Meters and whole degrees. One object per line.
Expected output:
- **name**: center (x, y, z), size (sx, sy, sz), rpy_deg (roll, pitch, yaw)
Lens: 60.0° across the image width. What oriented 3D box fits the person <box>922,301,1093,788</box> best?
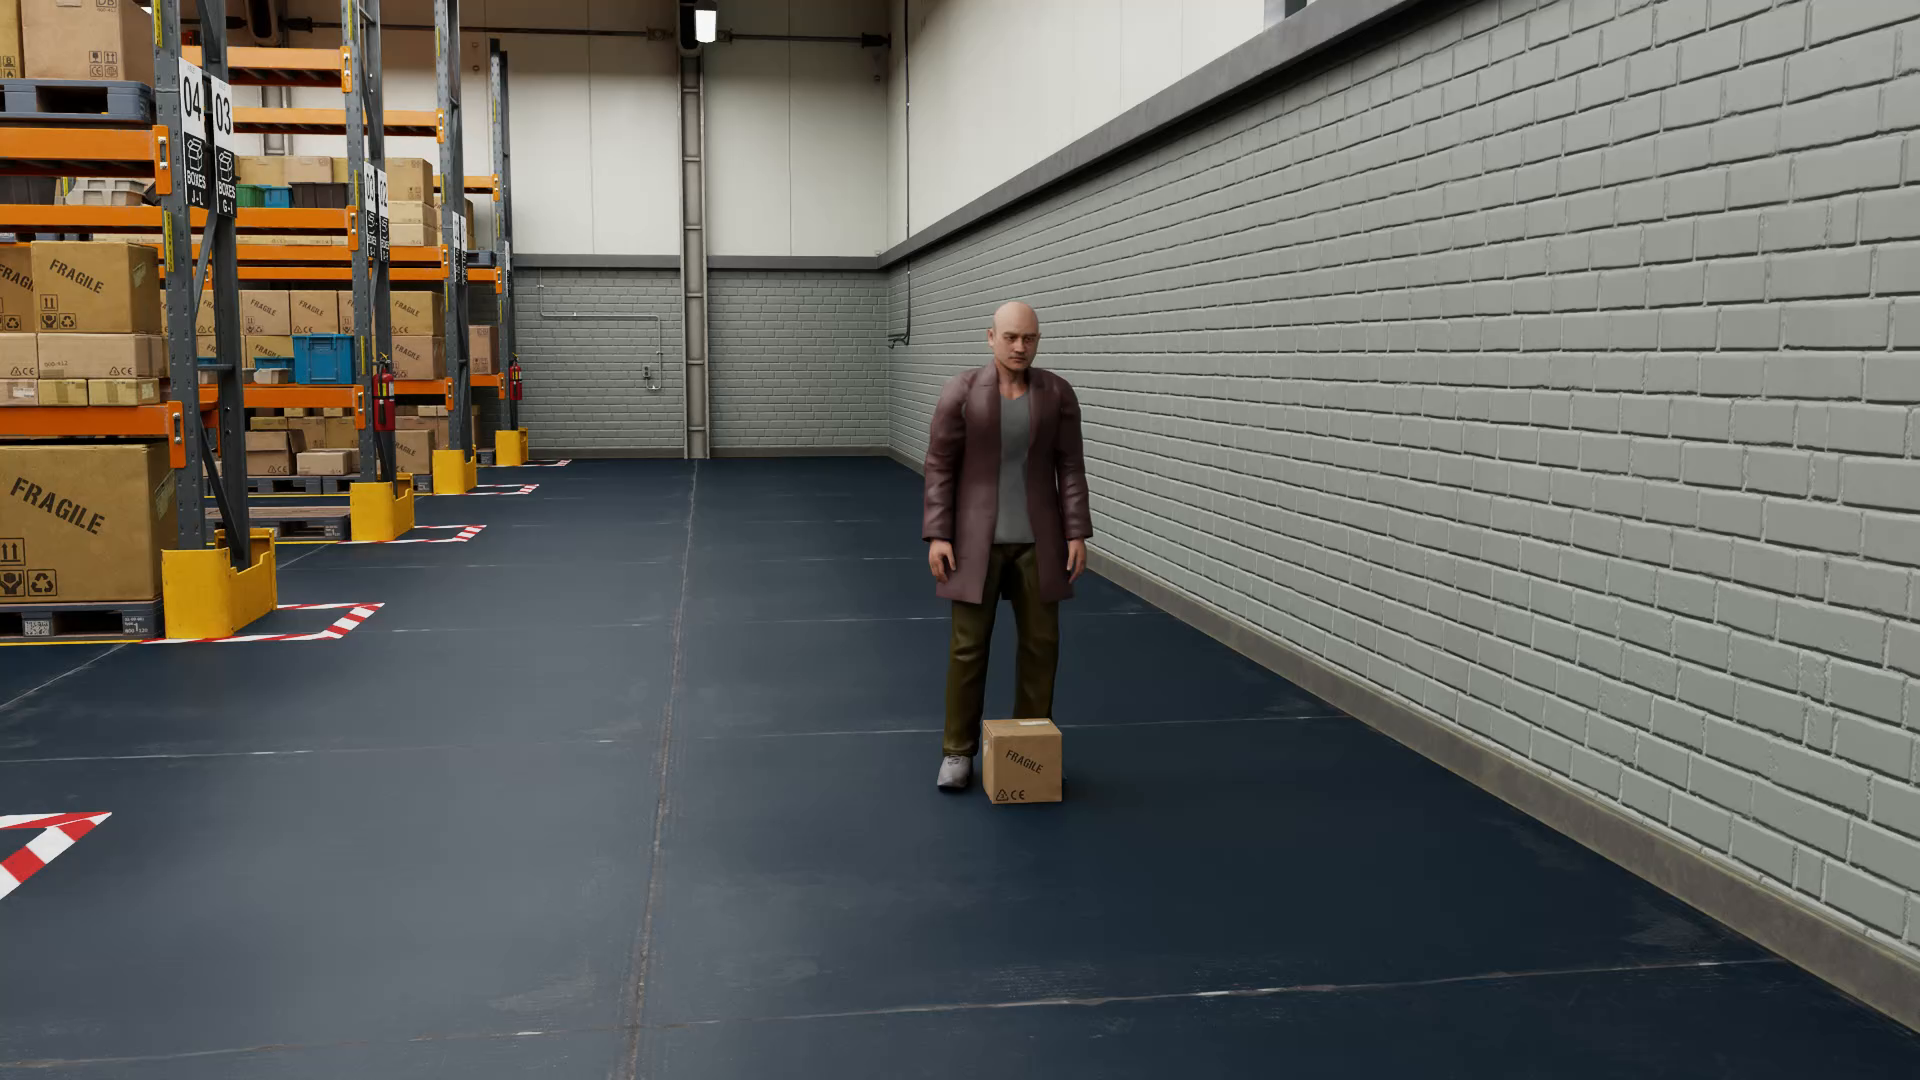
- **person**: center (0.176, 0.012, 6.164), size (0.642, 1.774, 0.422), rpy_deg (-1, 6, -9)
